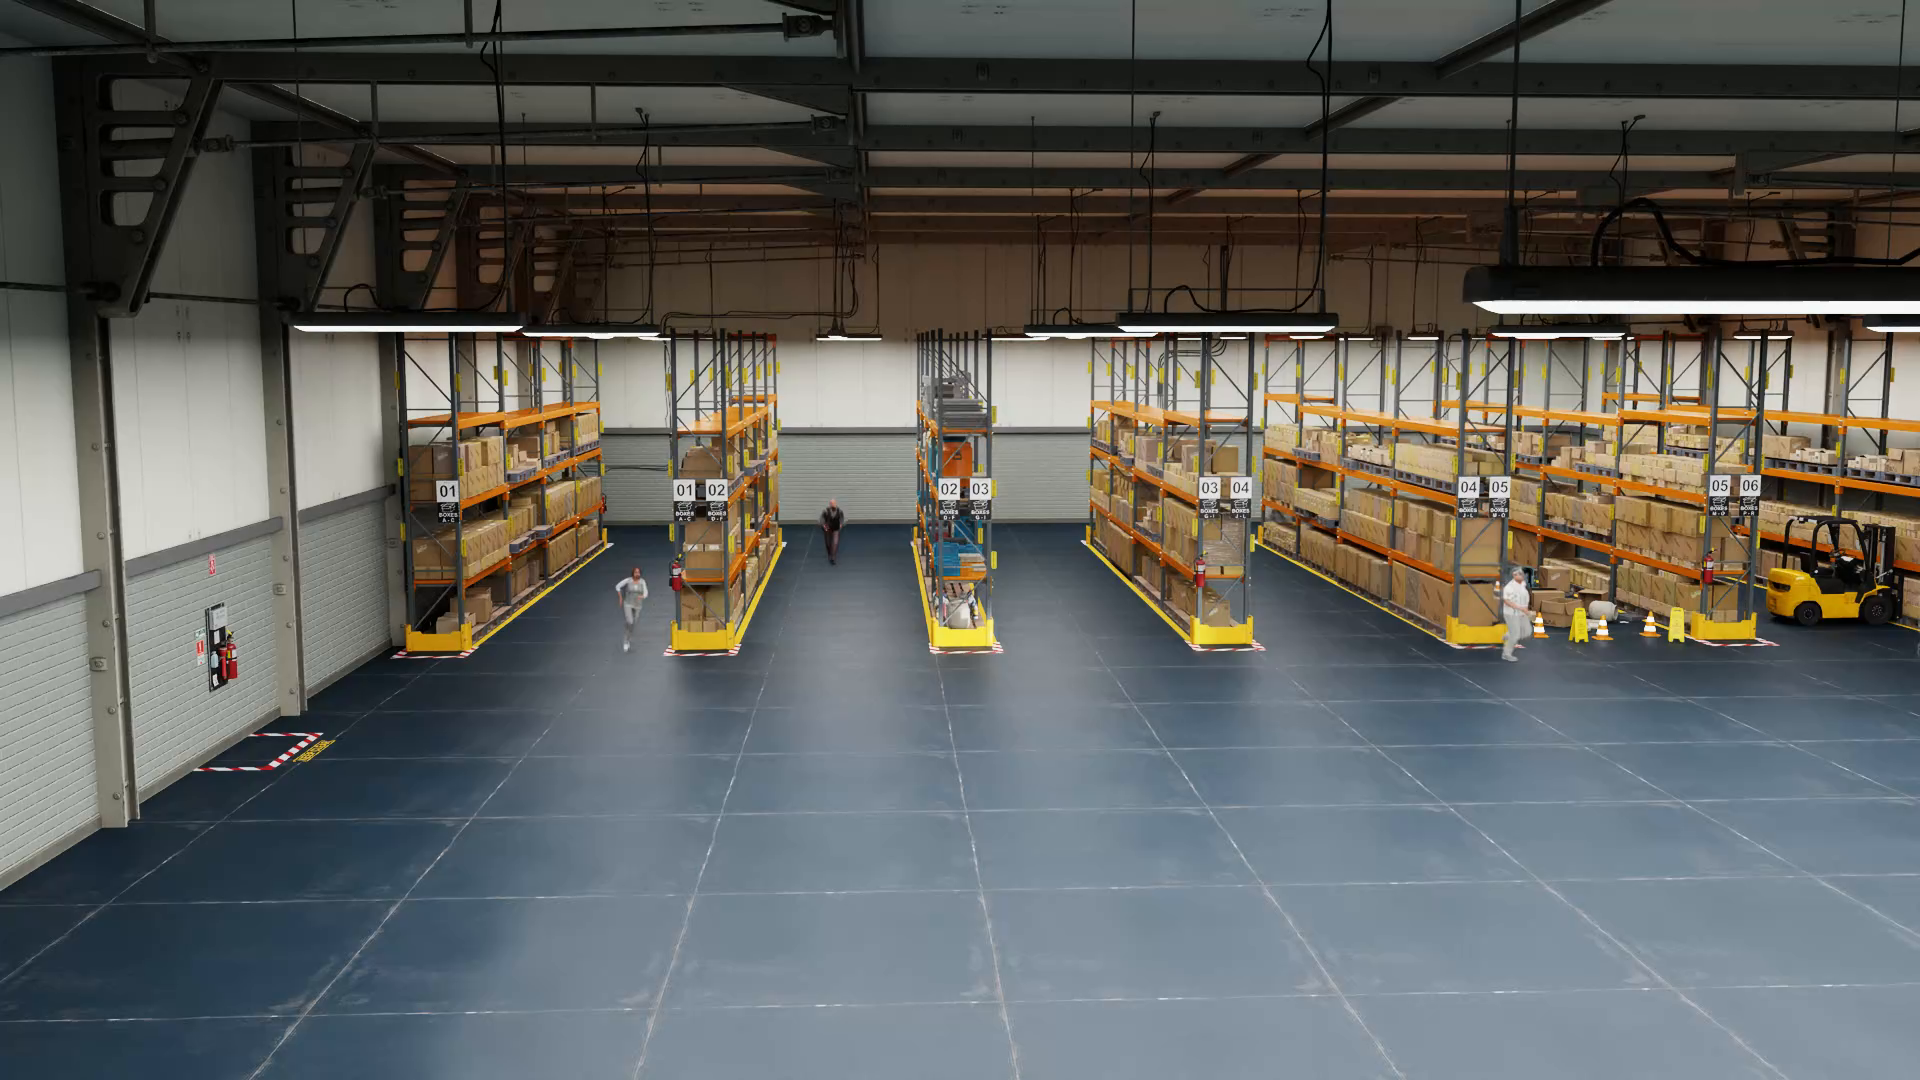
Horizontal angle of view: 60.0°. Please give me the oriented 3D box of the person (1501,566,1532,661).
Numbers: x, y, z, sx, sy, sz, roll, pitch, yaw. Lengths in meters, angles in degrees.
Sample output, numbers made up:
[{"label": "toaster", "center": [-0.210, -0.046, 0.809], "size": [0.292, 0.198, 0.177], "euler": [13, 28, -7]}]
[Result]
[{"label": "person", "center": [10.087, 1.322, 30.095], "size": [0.684, 1.741, 0.667], "euler": [-5, 8, -36]}]

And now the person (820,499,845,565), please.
[{"label": "person", "center": [-3.351, -0.230, 43.590], "size": [0.659, 1.716, 0.987], "euler": [-1, 7, -8]}]

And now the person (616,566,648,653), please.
[{"label": "person", "center": [-6.138, 1.290, 31.175], "size": [0.546, 1.592, 0.695], "euler": [-4, 8, -28]}]

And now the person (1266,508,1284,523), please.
[{"label": "person", "center": [9.405, -0.858, 49.070], "size": [0.888, 1.684, 0.565], "euler": [-1, 7, -6]}]
